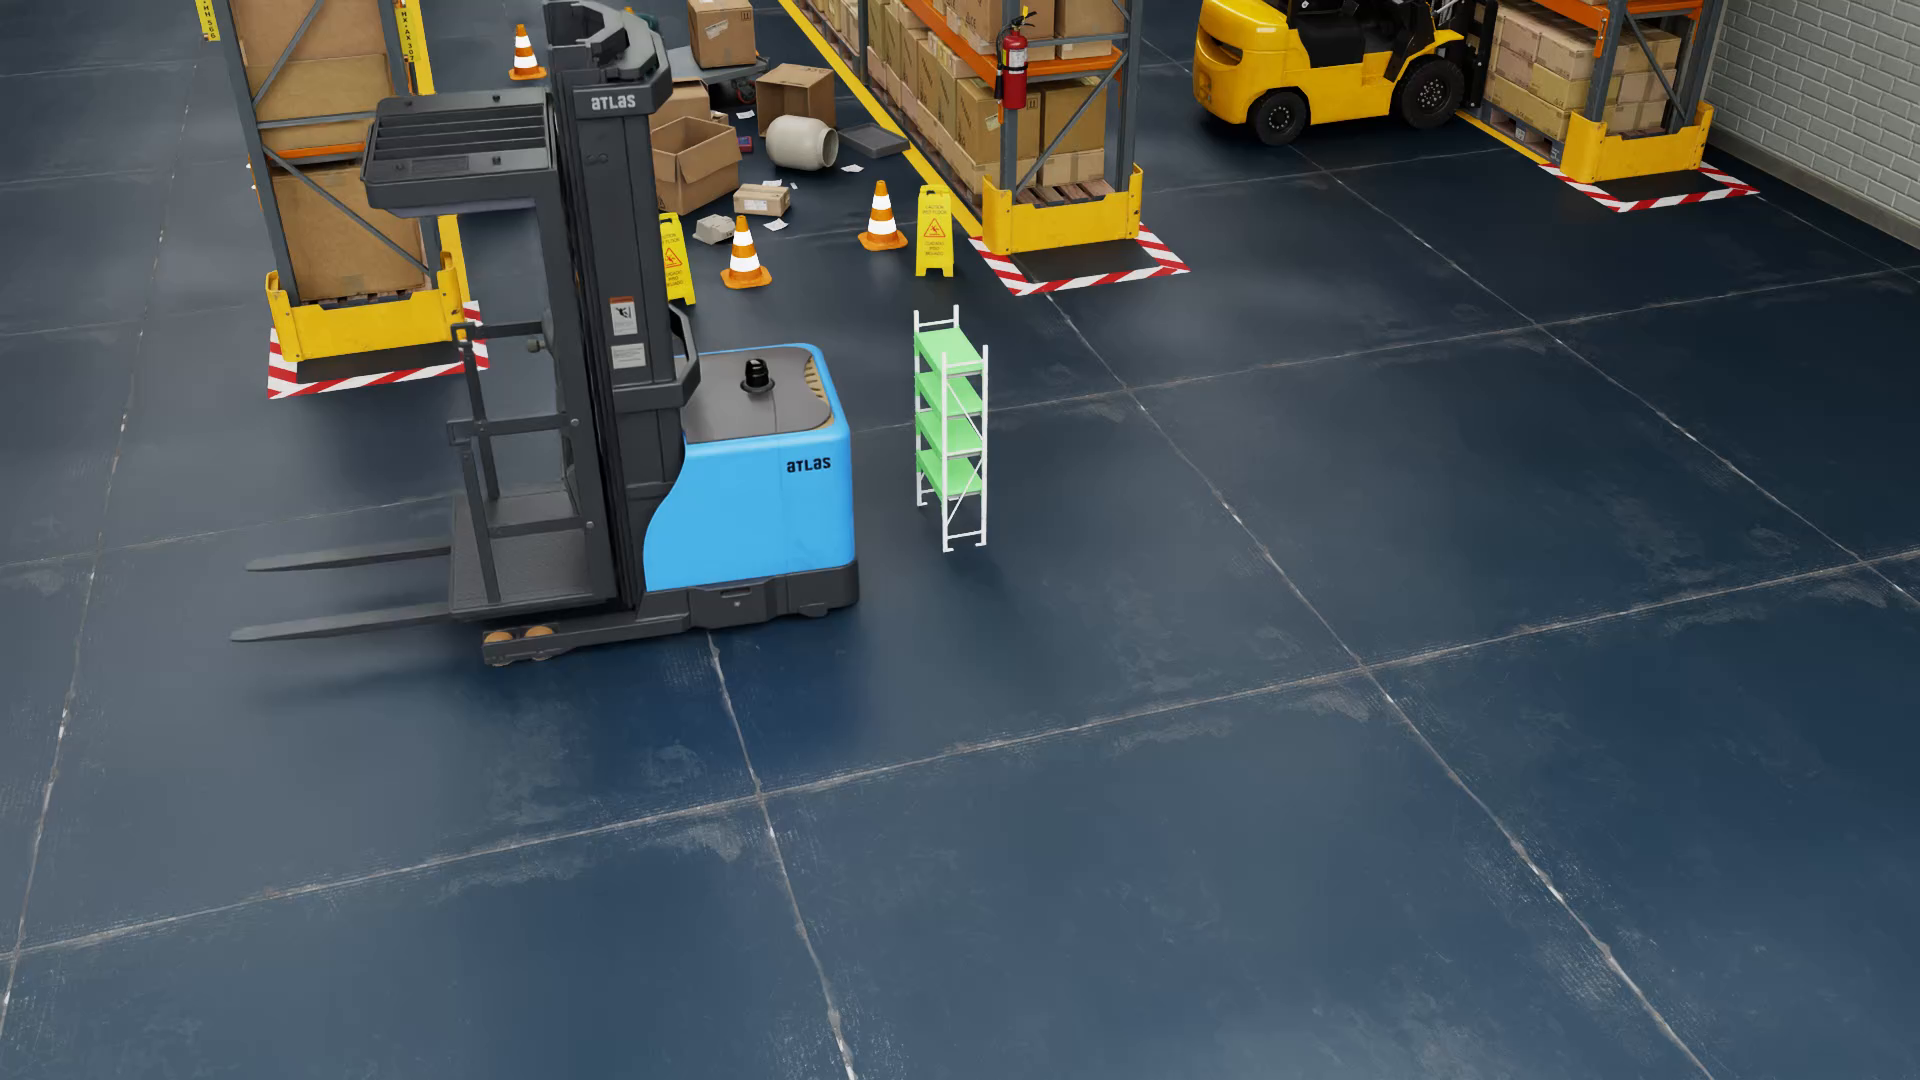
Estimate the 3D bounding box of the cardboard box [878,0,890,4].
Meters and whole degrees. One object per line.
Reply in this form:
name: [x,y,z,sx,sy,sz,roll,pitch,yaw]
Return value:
cardboard box: [-0.534,-4.766,14.406,0.380,0.149,0.250,-10,35,-14]

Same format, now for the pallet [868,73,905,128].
pallet: [-0.199,-4.076,15.046,1.003,0.211,1.213,-10,35,-15]

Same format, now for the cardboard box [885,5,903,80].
cardboard box: [-0.341,-4.292,14.277,0.500,0.500,0.500,-9,34,-13]

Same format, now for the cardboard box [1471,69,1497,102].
cardboard box: [4.777,-4.071,14.622,0.500,0.250,0.500,-10,35,-14]

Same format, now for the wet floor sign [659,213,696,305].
wet floor sign: [-2.007,-1.936,11.413,0.267,0.644,0.232,-16,37,-23]

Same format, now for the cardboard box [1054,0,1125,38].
cardboard box: [0.902,-3.947,11.961,0.500,0.500,0.500,-11,35,-15]

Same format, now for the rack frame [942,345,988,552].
rack frame: [0.024,-0.459,8.676,0.240,1.200,0.015,-10,35,-15]

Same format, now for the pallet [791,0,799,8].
pallet: [-1.421,-6.112,18.127,1.003,0.211,1.213,-10,35,-15]

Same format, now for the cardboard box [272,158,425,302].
cardboard box: [-4.171,-2.234,11.275,0.875,0.875,0.875,-10,35,-14]

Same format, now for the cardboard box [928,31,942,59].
cardboard box: [-0.039,-3.926,13.135,0.380,0.149,0.250,-9,34,-13]

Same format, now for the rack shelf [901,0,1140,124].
rack shelf: [0.172,-4.235,13.411,1.077,0.370,4.000,-10,35,-15]

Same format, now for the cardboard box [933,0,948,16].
cardboard box: [0.008,-4.201,12.934,0.380,0.149,0.250,-10,35,-15]

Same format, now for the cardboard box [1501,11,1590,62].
cardboard box: [4.909,-4.224,13.947,0.500,0.250,0.500,-9,35,-14]

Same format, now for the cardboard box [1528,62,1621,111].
cardboard box: [5.062,-3.762,13.701,0.500,0.250,0.500,-10,35,-15]

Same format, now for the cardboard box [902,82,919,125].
cardboard box: [-0.177,-3.702,14.064,0.500,0.250,0.500,-10,35,-15]

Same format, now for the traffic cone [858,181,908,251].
traffic cone: [-0.578,-2.436,12.336,0.336,0.463,0.334,-10,35,-15]

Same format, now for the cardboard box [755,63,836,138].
cardboard box: [-1.407,-3.752,14.292,0.500,0.500,0.500,13,36,18]

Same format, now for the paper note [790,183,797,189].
paper note: [-1.336,-2.848,13.371,0.032,0.001,0.123,-10,35,-15]

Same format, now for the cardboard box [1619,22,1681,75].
cardboard box: [5.542,-4.052,13.686,0.500,0.250,0.500,-11,35,-15]

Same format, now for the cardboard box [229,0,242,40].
cardboard box: [-4.233,-3.588,10.663,0.875,0.550,0.550,-10,35,-15]

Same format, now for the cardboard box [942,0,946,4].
cardboard box: [0.057,-4.417,12.672,0.500,0.500,0.500,-10,35,-15]

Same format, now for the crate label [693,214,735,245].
crate label: [-1.830,-2.337,12.482,0.298,0.136,0.250,27,42,34]

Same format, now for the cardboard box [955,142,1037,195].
cardboard box: [0.272,-2.905,12.859,0.500,0.250,0.500,-10,35,-15]

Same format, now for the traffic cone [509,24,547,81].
traffic cone: [-4.092,-4.600,15.611,0.336,0.463,0.334,-10,35,-15]

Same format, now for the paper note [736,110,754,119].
paper note: [-1.901,-3.782,14.765,0.148,0.019,0.142,-10,35,-15]

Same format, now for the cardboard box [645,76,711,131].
cardboard box: [-2.458,-3.487,13.766,0.797,0.637,0.503,-10,35,-15]

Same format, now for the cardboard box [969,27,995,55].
cardboard box: [0.281,-3.655,12.108,0.380,0.149,0.250,-10,35,-15]

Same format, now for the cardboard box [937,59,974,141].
cardboard box: [0.127,-3.477,13.043,0.500,0.500,0.500,-9,34,-13]

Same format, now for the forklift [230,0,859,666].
forklift: [-2.088,-0.928,7.815,3.031,2.935,1.130,-7,34,-11]

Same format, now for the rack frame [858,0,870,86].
rack frame: [-0.438,-5.586,14.802,1.000,3.000,0.127,-10,35,-15]

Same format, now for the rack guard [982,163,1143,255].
rack guard: [0.759,-2.483,12.373,1.175,0.500,0.348,-10,35,-15]

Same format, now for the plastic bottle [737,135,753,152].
plastic bottle: [-1.830,-3.367,14.109,0.133,0.061,0.283,-4,34,-6]

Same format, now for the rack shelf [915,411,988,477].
rack shelf: [-0.050,-0.534,8.905,0.258,0.148,0.480,-10,35,-15]

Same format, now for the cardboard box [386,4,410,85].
cardboard box: [-4.297,-3.450,11.434,0.875,0.550,0.550,-10,35,-15]

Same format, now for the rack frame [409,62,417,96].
rack frame: [-5.121,-4.700,13.462,1.000,3.000,0.127,-10,35,-15]

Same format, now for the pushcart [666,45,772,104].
pushcart: [-2.594,-4.082,14.905,1.648,0.377,0.936,-23,40,-31]

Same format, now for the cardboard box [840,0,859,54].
cardboard box: [-0.600,-4.939,15.826,0.950,0.372,0.625,-10,35,-14]

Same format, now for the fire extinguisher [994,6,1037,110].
fire extinguisher: [0.378,-3.316,11.437,0.296,0.674,0.183,-10,35,-15]

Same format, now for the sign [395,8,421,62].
sign: [-3.371,-3.084,10.159,0.100,0.325,0.005,-10,35,-15]

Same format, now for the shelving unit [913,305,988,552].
shelving unit: [-0.050,-0.587,8.870,0.258,1.200,0.503,-10,35,-15]

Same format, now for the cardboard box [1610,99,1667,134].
cardboard box: [5.545,-3.641,13.972,0.500,0.250,0.500,-10,35,-15]
